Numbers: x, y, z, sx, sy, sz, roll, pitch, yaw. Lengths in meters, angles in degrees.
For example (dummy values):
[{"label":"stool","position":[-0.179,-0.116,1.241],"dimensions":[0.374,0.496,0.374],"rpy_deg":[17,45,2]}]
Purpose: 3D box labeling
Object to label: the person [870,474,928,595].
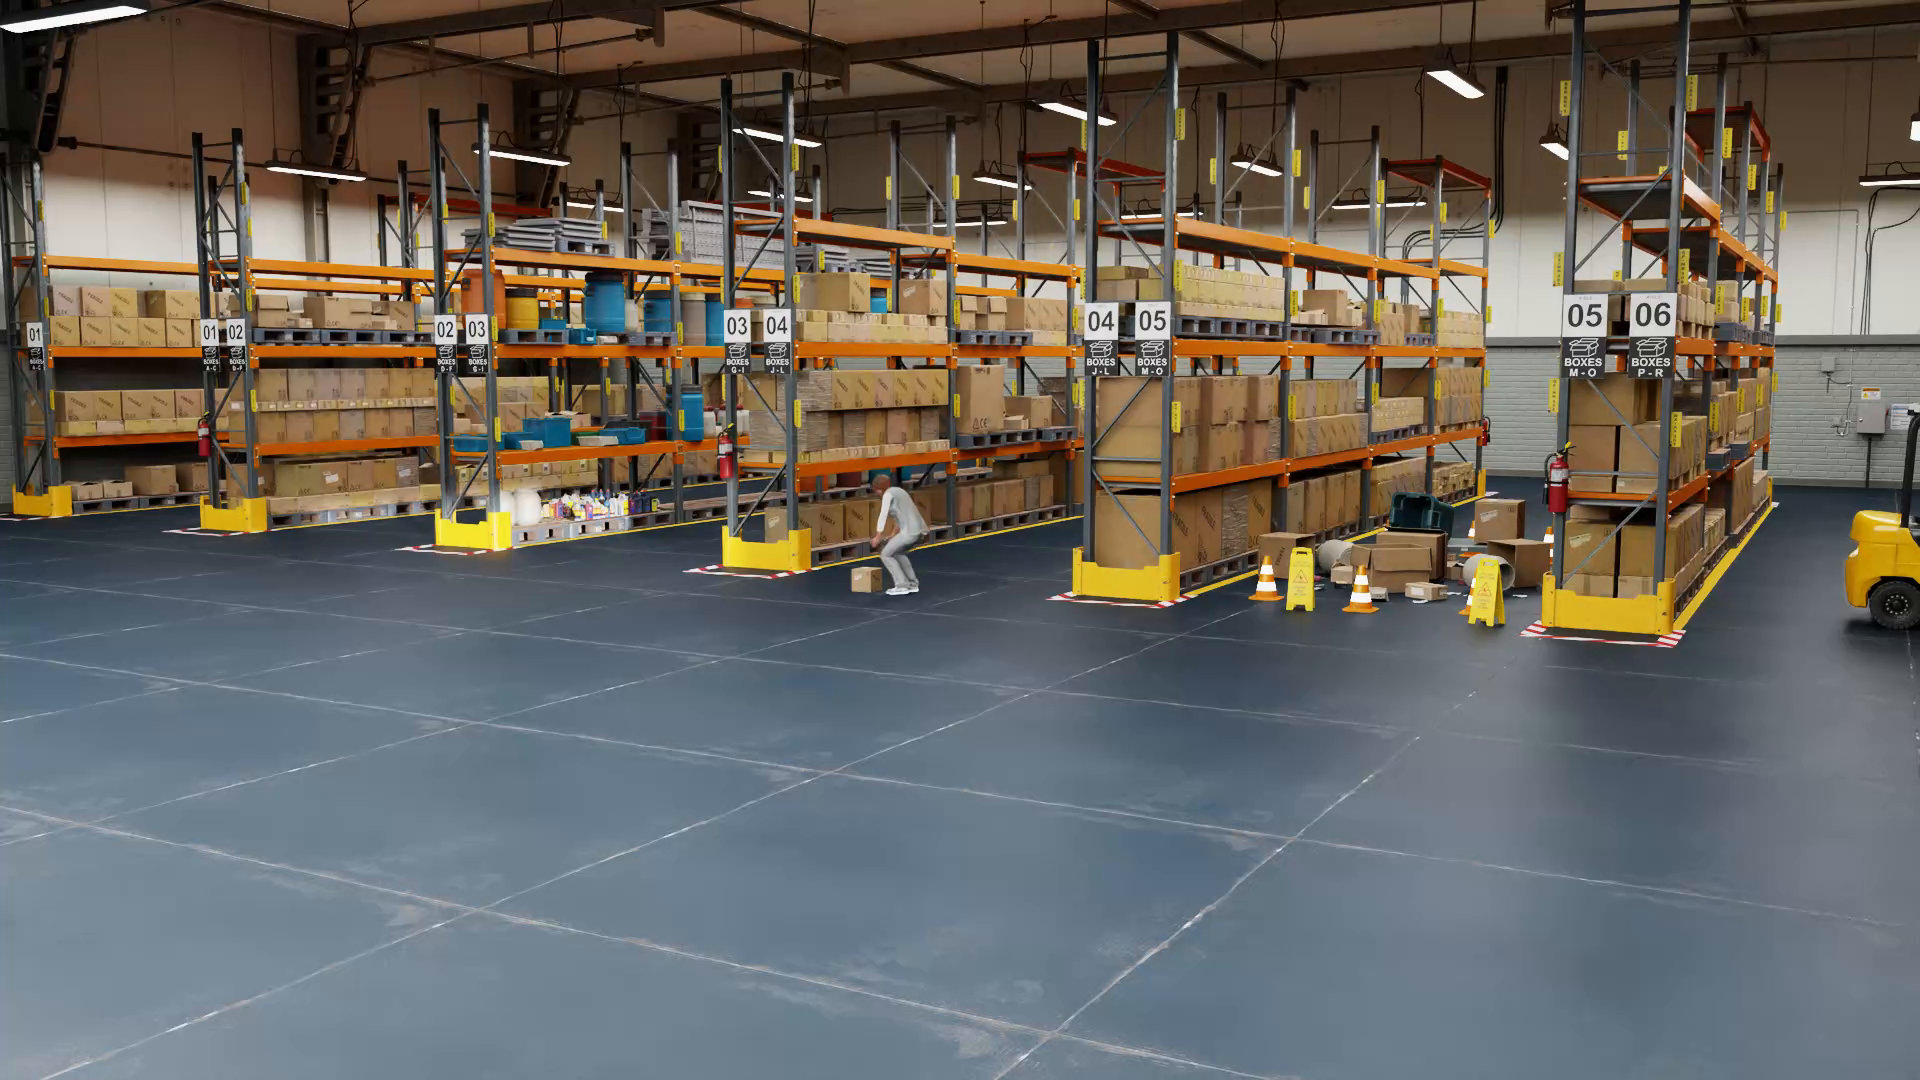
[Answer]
[{"label":"person","position":[-0.685,-0.058,18.411],"dimensions":[0.640,1.325,0.462],"rpy_deg":[3,7,29]}]
